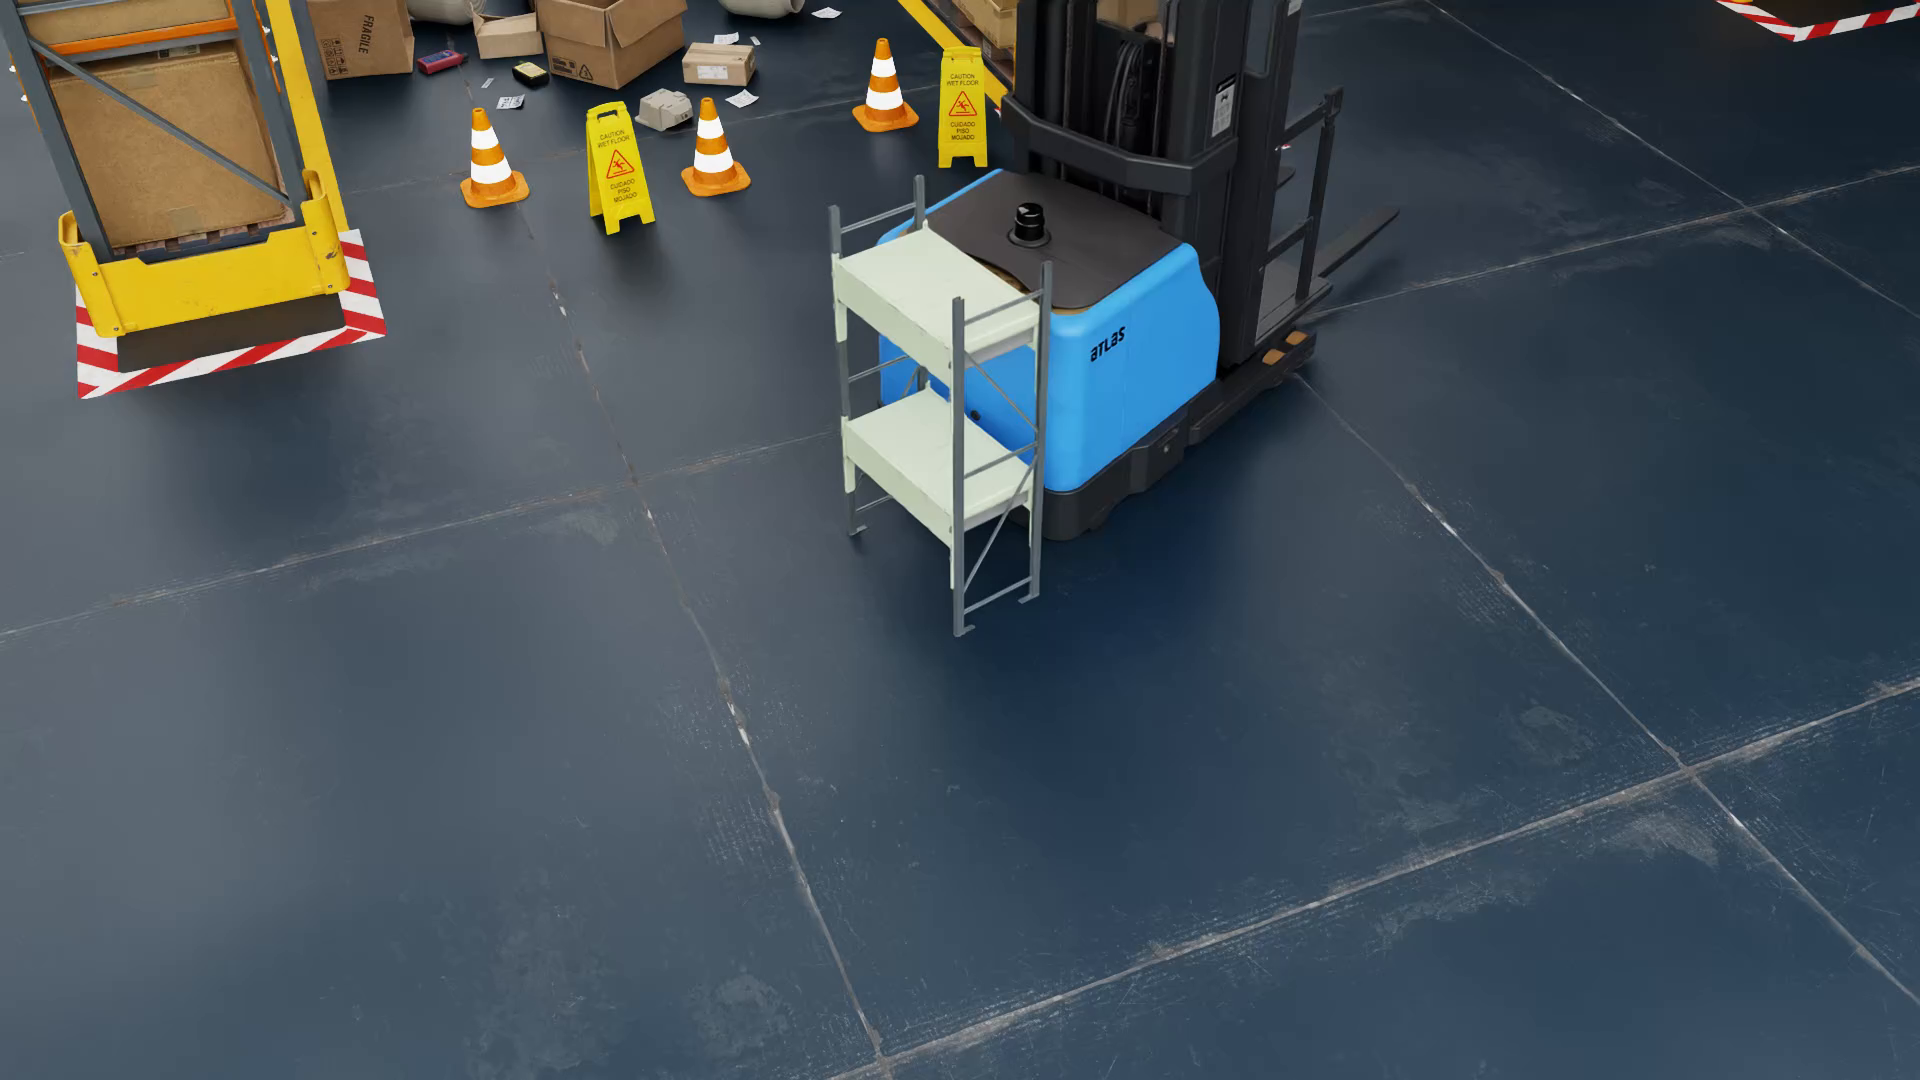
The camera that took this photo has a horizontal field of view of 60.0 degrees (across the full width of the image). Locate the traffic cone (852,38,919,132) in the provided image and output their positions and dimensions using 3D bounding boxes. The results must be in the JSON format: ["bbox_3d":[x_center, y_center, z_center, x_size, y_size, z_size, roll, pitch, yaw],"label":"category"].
[{"bbox_3d":[-0.429,-2.615,9.436,0.336,0.463,0.334,-15,43,-17],"label":"traffic cone"}]

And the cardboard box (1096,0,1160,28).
[{"bbox_3d":[0.874,-3.311,10.087,0.500,0.250,0.500,-15,43,-17],"label":"cardboard box"}]

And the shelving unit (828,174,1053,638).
[{"bbox_3d":[-0.076,-0.471,6.148,0.431,1.500,0.755,-26,47,-27],"label":"shelving unit"}]

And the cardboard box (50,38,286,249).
[{"bbox_3d":[-3.928,-2.089,8.187,0.875,0.875,0.875,-15,43,-17],"label":"cardboard box"}]

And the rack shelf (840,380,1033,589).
[{"bbox_3d":[-0.076,-0.224,6.360,0.431,0.370,0.720,-26,47,-27],"label":"rack shelf"}]

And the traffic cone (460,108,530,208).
[{"bbox_3d":[-2.498,-2.056,8.786,0.336,0.463,0.334,-15,43,-17],"label":"traffic cone"}]

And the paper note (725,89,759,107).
[{"bbox_3d":[-1.273,-2.587,9.734,0.148,0.019,0.142,-31,49,-31],"label":"paper note"}]

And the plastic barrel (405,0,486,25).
[{"bbox_3d":[-3.286,-3.476,10.467,0.512,0.421,0.421,12,42,13],"label":"plastic barrel"}]

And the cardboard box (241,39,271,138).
[{"bbox_3d":[-4.266,-2.619,8.802,0.875,0.875,0.875,-16,43,-18],"label":"cardboard box"}]

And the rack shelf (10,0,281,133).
[{"bbox_3d":[-4.372,-3.276,8.810,1.077,0.370,4.000,-15,43,-17],"label":"rack shelf"}]

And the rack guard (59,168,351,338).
[{"bbox_3d":[-3.598,-1.381,7.973,1.175,0.500,0.348,-15,43,-17],"label":"rack guard"}]

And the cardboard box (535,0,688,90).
[{"bbox_3d":[-2.084,-3.119,9.992,0.637,0.503,0.797,19,44,20],"label":"cardboard box"}]

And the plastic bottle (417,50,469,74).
[{"bbox_3d":[-3.134,-2.910,10.087,0.283,0.061,0.133,-31,49,-31],"label":"plastic bottle"}]

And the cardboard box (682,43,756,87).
[{"bbox_3d":[-1.440,-2.844,9.943,0.380,0.149,0.250,5,41,6],"label":"cardboard box"}]

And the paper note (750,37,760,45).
[{"bbox_3d":[-1.275,-3.111,10.360,0.032,0.001,0.123,-15,43,-17],"label":"paper note"}]

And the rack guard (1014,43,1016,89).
[{"bbox_3d":[0.899,-2.737,9.550,1.175,0.500,0.348,-15,43,-17],"label":"rack guard"}]

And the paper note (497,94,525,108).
[{"bbox_3d":[-2.622,-2.560,9.705,0.144,0.017,0.142,-2,41,-2],"label":"paper note"}]

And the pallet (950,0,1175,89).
[{"bbox_3d":[0.620,-3.126,10.223,1.003,0.211,1.213,-15,43,-17],"label":"pallet"}]

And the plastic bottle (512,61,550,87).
[{"bbox_3d":[-2.589,-2.799,9.958,0.133,0.061,0.283,-31,49,-31],"label":"plastic bottle"}]

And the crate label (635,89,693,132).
[{"bbox_3d":[-1.682,-2.468,9.515,0.298,0.136,0.250,27,47,27],"label":"crate label"}]

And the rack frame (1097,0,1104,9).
[{"bbox_3d":[0.928,-3.639,8.682,1.000,3.000,0.127,-15,43,-17],"label":"rack frame"}]

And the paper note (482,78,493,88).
[{"bbox_3d":[-2.815,-2.723,9.909,0.032,0.001,0.123,5,41,6],"label":"paper note"}]

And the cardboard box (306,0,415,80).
[{"bbox_3d":[-3.595,-3.127,10.001,0.500,0.500,0.500,-8,41,-9],"label":"cardboard box"}]

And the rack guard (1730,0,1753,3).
[{"bbox_3d":[5.521,-3.918,10.922,1.175,0.500,0.348,-15,43,-17],"label":"rack guard"}]

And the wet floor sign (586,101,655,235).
[{"bbox_3d":[-1.767,-1.928,8.497,0.267,0.644,0.232,-23,46,-24],"label":"wet floor sign"}]

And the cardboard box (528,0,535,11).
[{"bbox_3d":[-2.449,-3.732,10.600,0.797,0.637,0.503,-15,43,-17],"label":"cardboard box"}]

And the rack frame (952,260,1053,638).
[{"bbox_3d":[0.142,-0.280,5.925,0.400,1.500,0.023,-26,47,-27],"label":"rack frame"}]

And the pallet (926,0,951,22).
[{"bbox_3d":[0.157,-3.860,11.077,1.003,0.211,1.213,-15,43,-17],"label":"pallet"}]

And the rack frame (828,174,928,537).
[{"bbox_3d":[-0.294,-0.663,6.371,0.400,1.500,0.023,-26,47,-27],"label":"rack frame"}]

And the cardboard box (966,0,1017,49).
[{"bbox_3d":[0.361,-3.190,9.946,0.500,0.250,0.500,-15,43,-17],"label":"cardboard box"}]

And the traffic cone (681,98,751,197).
[{"bbox_3d":[-1.324,-2.133,8.876,0.336,0.463,0.334,-15,43,-17],"label":"traffic cone"}]

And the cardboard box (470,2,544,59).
[{"bbox_3d":[-2.778,-3.141,10.199,0.396,0.266,0.258,-8,41,-9],"label":"cardboard box"}]

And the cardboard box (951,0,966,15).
[{"bbox_3d":[0.179,-3.490,10.295,0.500,0.250,0.500,-15,43,-17],"label":"cardboard box"}]

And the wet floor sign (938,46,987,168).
[{"bbox_3d":[0.012,-2.365,9.006,0.267,0.644,0.232,-2,41,-2],"label":"wet floor sign"}]

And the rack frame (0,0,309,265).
[{"bbox_3d":[-3.607,-2.344,7.175,1.000,3.000,0.127,-15,43,-17],"label":"rack frame"}]

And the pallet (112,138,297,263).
[{"bbox_3d":[-3.985,-1.748,8.621,1.003,0.211,1.213,-15,43,-17],"label":"pallet"}]

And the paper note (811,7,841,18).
[{"bbox_3d":[-0.852,-3.382,10.659,0.142,0.019,0.148,-31,49,-31],"label":"paper note"}]

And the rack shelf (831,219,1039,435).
[{"bbox_3d":[-0.076,-0.767,5.893,0.431,0.370,0.720,-26,47,-27],"label":"rack shelf"}]

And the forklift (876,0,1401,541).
[{"bbox_3d":[0.986,-2.000,6.828,1.130,2.935,3.031,29,48,29],"label":"forklift"}]

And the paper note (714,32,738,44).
[{"bbox_3d":[-1.460,-3.131,10.377,0.148,0.019,0.142,-2,41,-2],"label":"paper note"}]

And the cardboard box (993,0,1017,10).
[{"bbox_3d":[0.380,-3.458,9.682,0.500,0.500,0.500,-15,43,-17],"label":"cardboard box"}]

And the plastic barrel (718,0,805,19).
[{"bbox_3d":[-1.261,-3.529,10.529,0.512,0.421,0.421,12,42,13],"label":"plastic barrel"}]

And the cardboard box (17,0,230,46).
[{"bbox_3d":[-3.791,-2.613,7.373,0.875,0.550,0.550,-15,43,-17],"label":"cardboard box"}]
